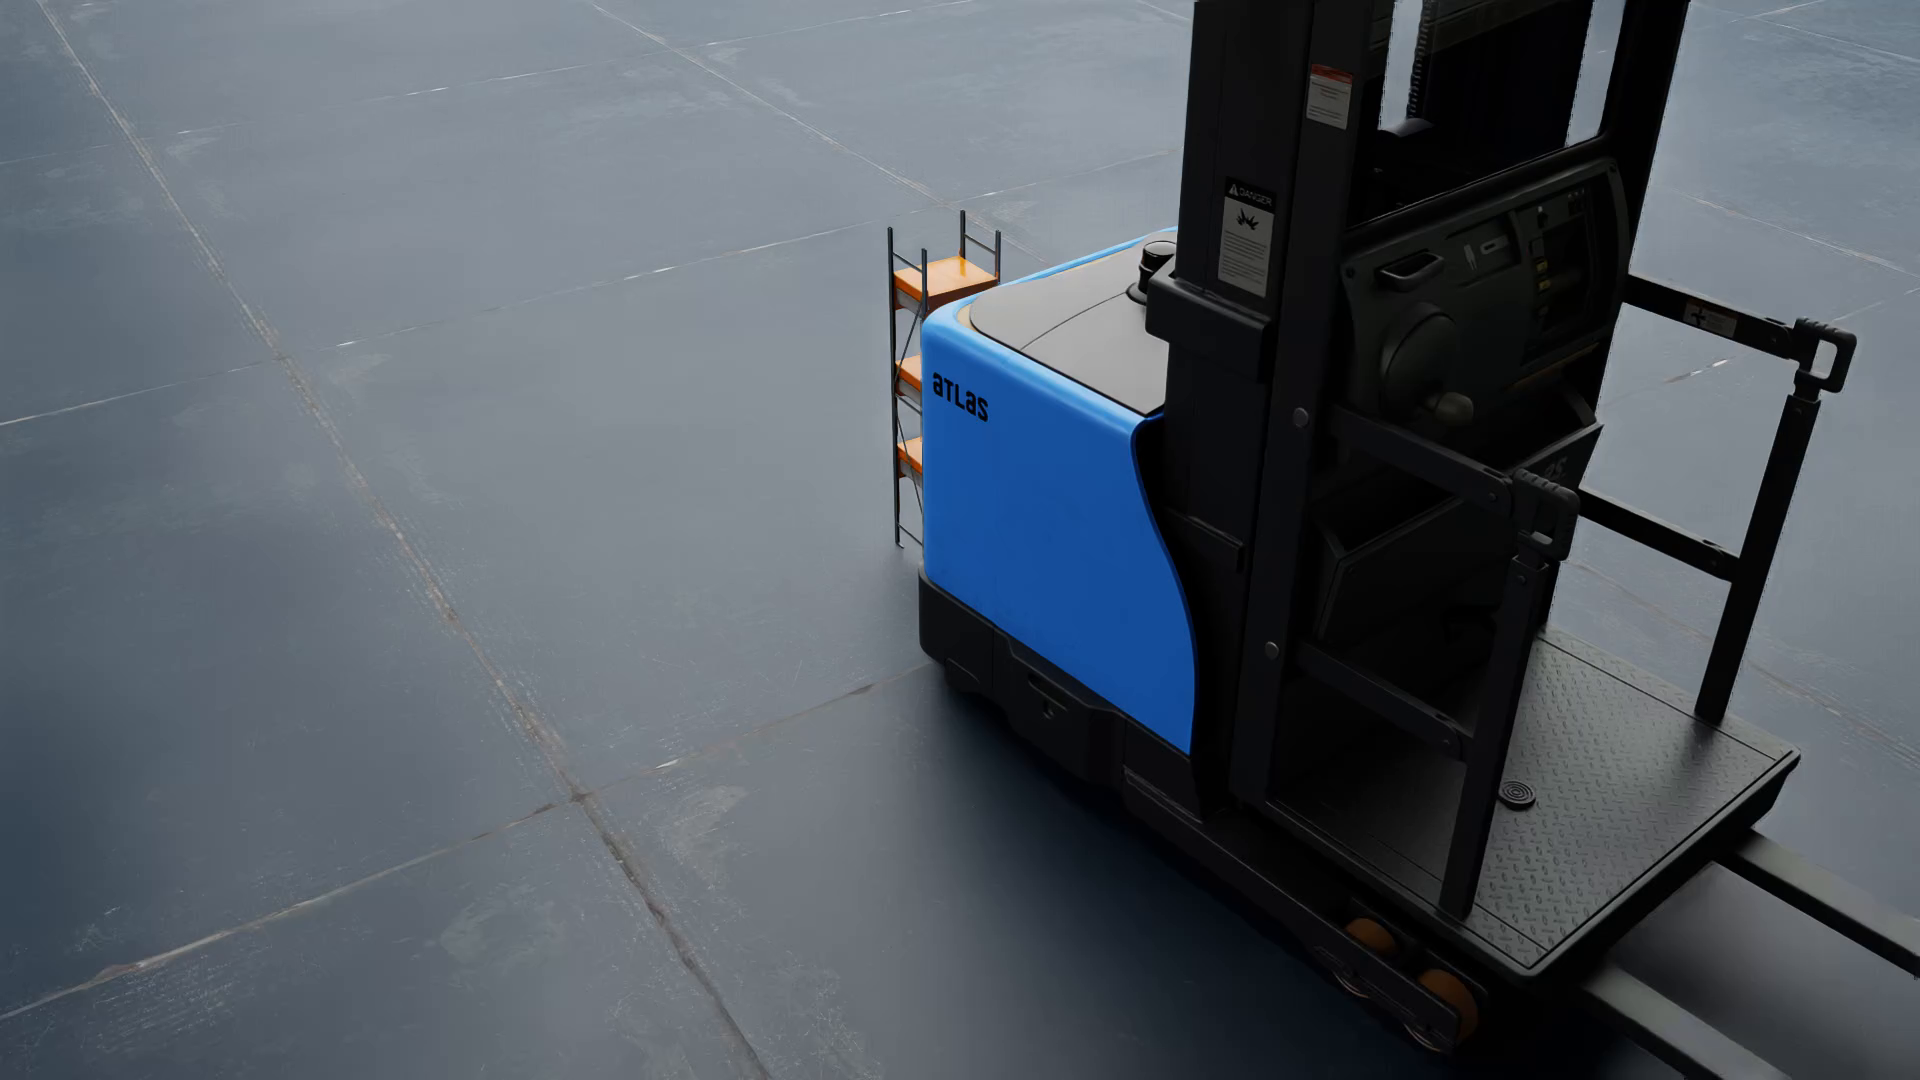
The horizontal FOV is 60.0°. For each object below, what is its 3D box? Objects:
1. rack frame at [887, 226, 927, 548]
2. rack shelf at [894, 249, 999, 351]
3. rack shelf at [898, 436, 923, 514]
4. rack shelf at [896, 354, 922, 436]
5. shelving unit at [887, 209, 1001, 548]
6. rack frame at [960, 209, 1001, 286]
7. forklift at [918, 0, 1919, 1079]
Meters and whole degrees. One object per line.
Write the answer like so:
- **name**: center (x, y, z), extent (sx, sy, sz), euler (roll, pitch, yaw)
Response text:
- **rack frame**: center (-0.148, -0.393, 4.889), extent (0.008, 1.050, 0.200), euler (-19, 37, -27)
- **rack shelf**: center (-0.045, -0.660, 4.800), extent (0.240, 0.259, 0.215), euler (-19, 37, -27)
- **rack shelf**: center (-0.045, -0.185, 5.099), extent (0.240, 0.259, 0.215), euler (-19, 37, -27)
- **rack shelf**: center (-0.045, -0.420, 4.951), extent (0.240, 0.259, 0.215), euler (-19, 37, -27)
- **shelving unit**: center (-0.045, -0.429, 4.945), extent (0.252, 1.050, 0.215), euler (-19, 37, -27)
- **rack frame**: center (0.058, -0.464, 5.001), extent (0.008, 1.050, 0.200), euler (-19, 37, -27)
- **forklift**: center (1.217, -0.463, 3.237), extent (1.130, 2.935, 3.031), euler (-24, 39, -33)
